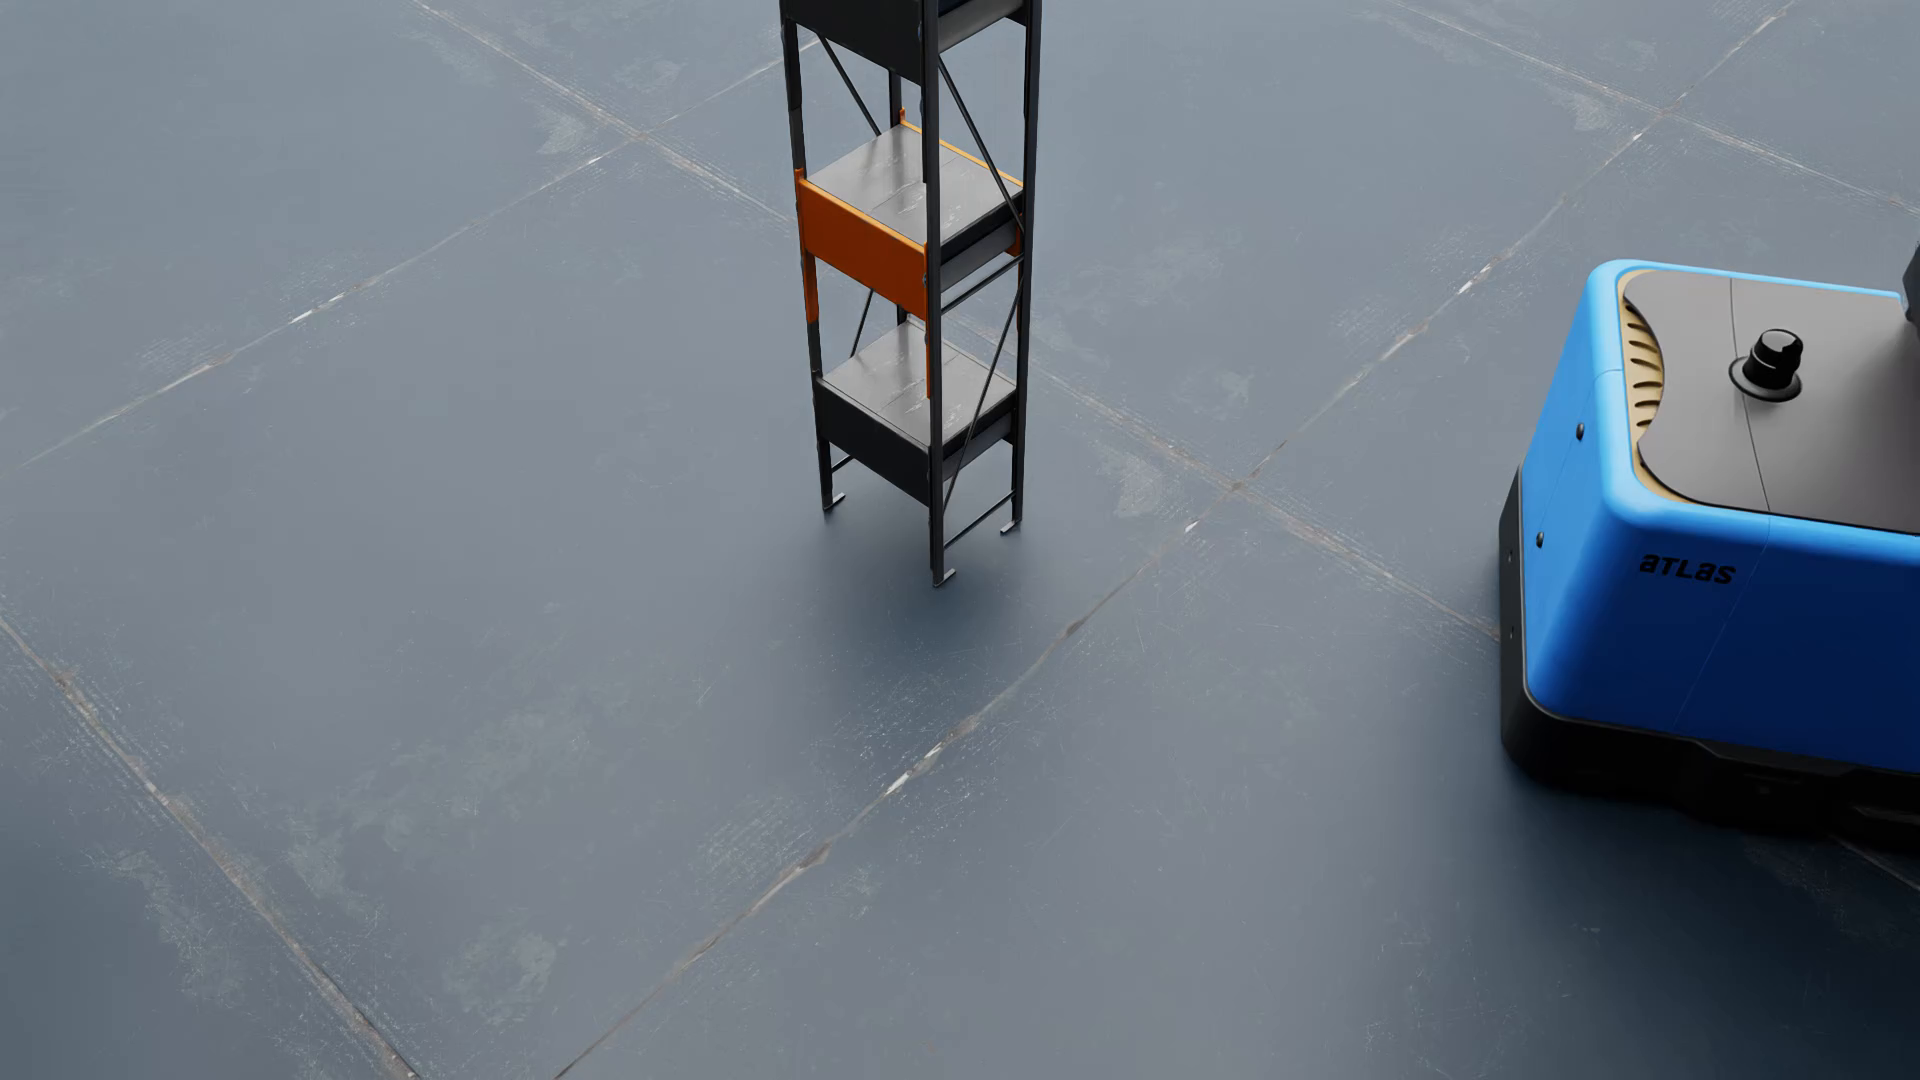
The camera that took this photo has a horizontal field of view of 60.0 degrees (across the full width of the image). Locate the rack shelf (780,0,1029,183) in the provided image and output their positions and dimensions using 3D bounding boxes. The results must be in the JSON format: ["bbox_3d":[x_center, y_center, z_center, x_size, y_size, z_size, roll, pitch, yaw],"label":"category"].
[{"bbox_3d":[-0.122,-1.270,4.061,0.480,0.518,0.431,34,55,28],"label":"rack shelf"}]

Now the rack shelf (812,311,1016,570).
[{"bbox_3d":[-0.122,-0.312,5.082,0.480,0.518,0.431,34,55,28],"label":"rack shelf"}]

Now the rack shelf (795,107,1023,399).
[{"bbox_3d":[-0.122,-0.791,4.571,0.480,0.518,0.431,34,55,28],"label":"rack shelf"}]

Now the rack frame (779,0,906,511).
[{"bbox_3d":[-0.301,-0.921,4.675,0.015,2.100,0.400,34,55,28],"label":"rack frame"}]

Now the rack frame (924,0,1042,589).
[{"bbox_3d":[0.058,-0.680,4.448,0.015,2.100,0.400,34,55,28],"label":"rack frame"}]

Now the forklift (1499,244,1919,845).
[{"bbox_3d":[3.079,-0.474,3.685,3.031,2.935,1.130,9,47,8],"label":"forklift"}]

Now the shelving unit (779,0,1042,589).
[{"bbox_3d":[-0.122,-0.801,4.561,0.503,2.100,0.431,34,55,28],"label":"shelving unit"}]
